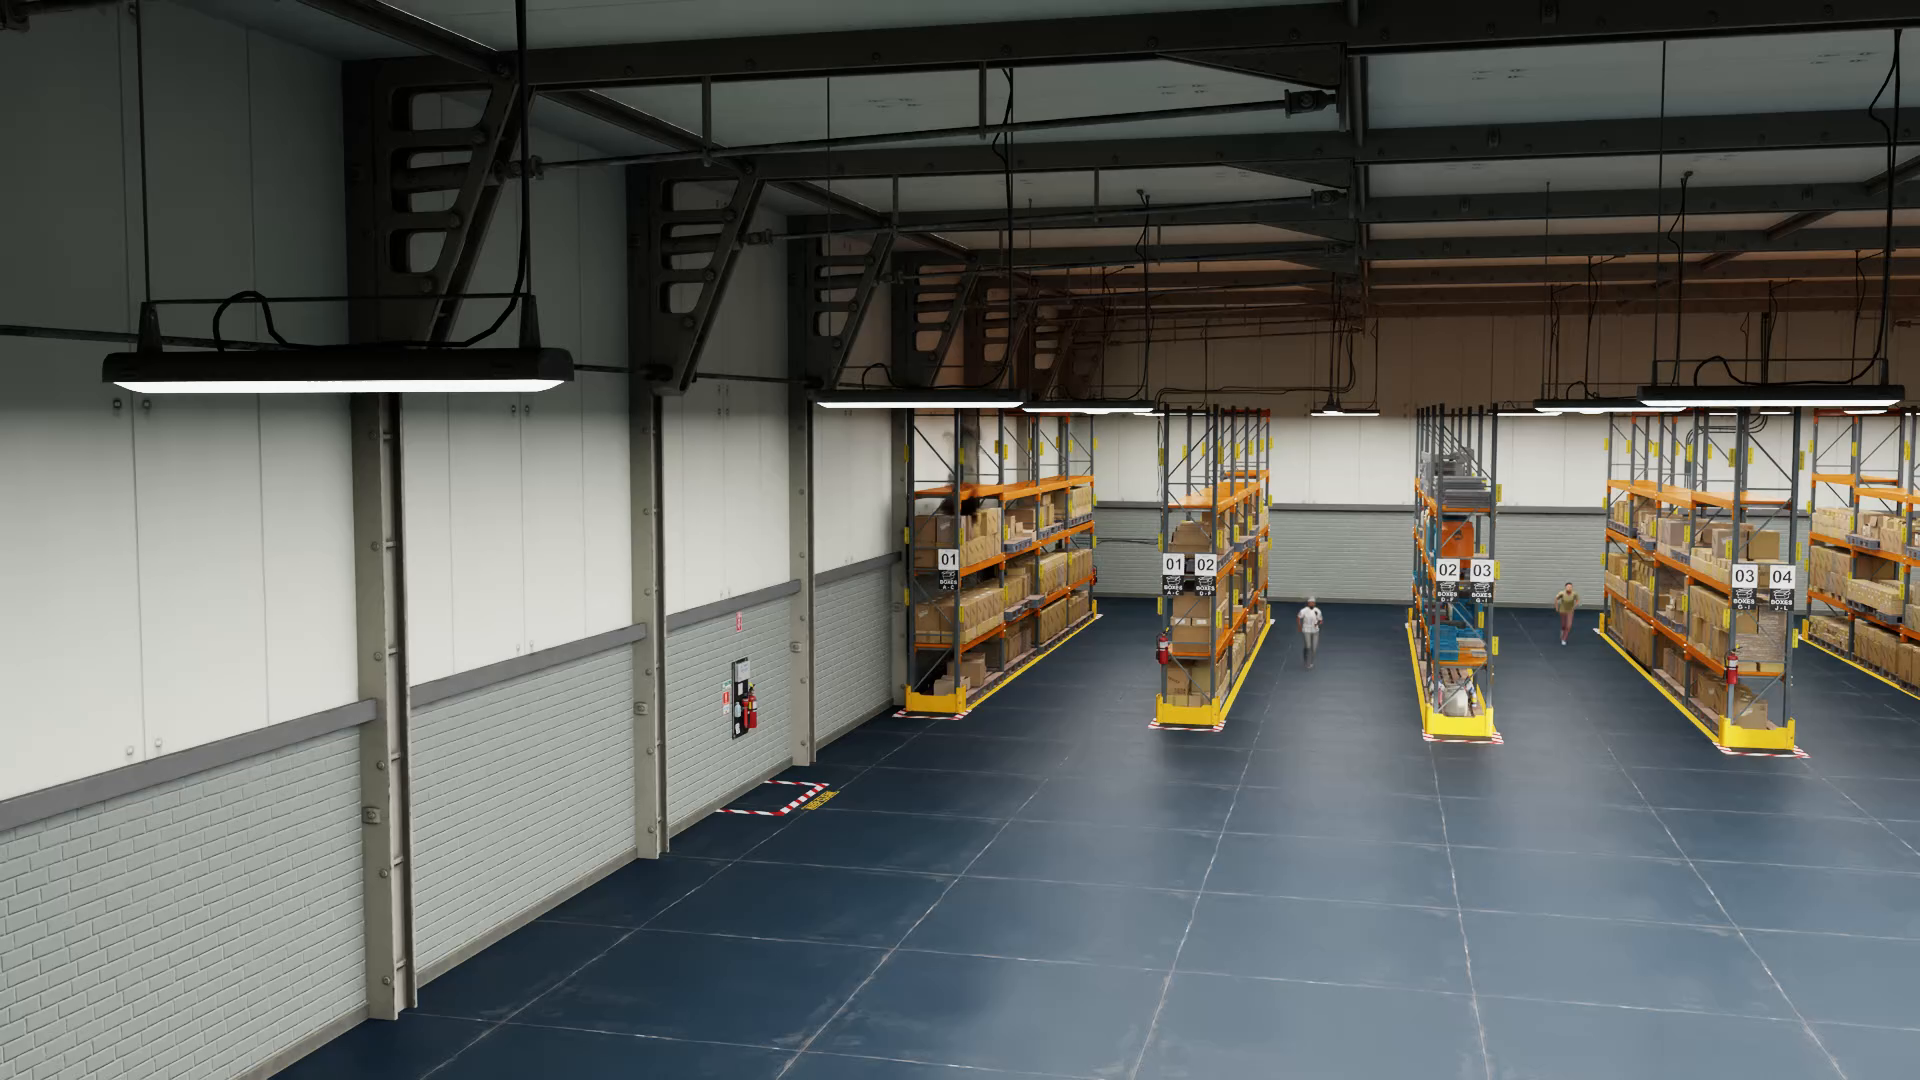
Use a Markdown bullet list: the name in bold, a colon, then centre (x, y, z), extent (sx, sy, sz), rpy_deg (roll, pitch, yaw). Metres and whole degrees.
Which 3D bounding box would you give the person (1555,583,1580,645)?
- **person**: centre (15.472, 1.860, 42.407), extent (0.575, 1.605, 0.735), rpy_deg (1, 4, 8)

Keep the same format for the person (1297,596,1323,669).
- **person**: centre (8.005, 2.114, 37.961), extent (0.551, 1.675, 0.645), rpy_deg (0, 4, 0)

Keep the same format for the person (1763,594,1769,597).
- **person**: centre (20.950, 1.764, 43.515), extent (0.567, 1.572, 0.552), rpy_deg (3, 5, 32)
